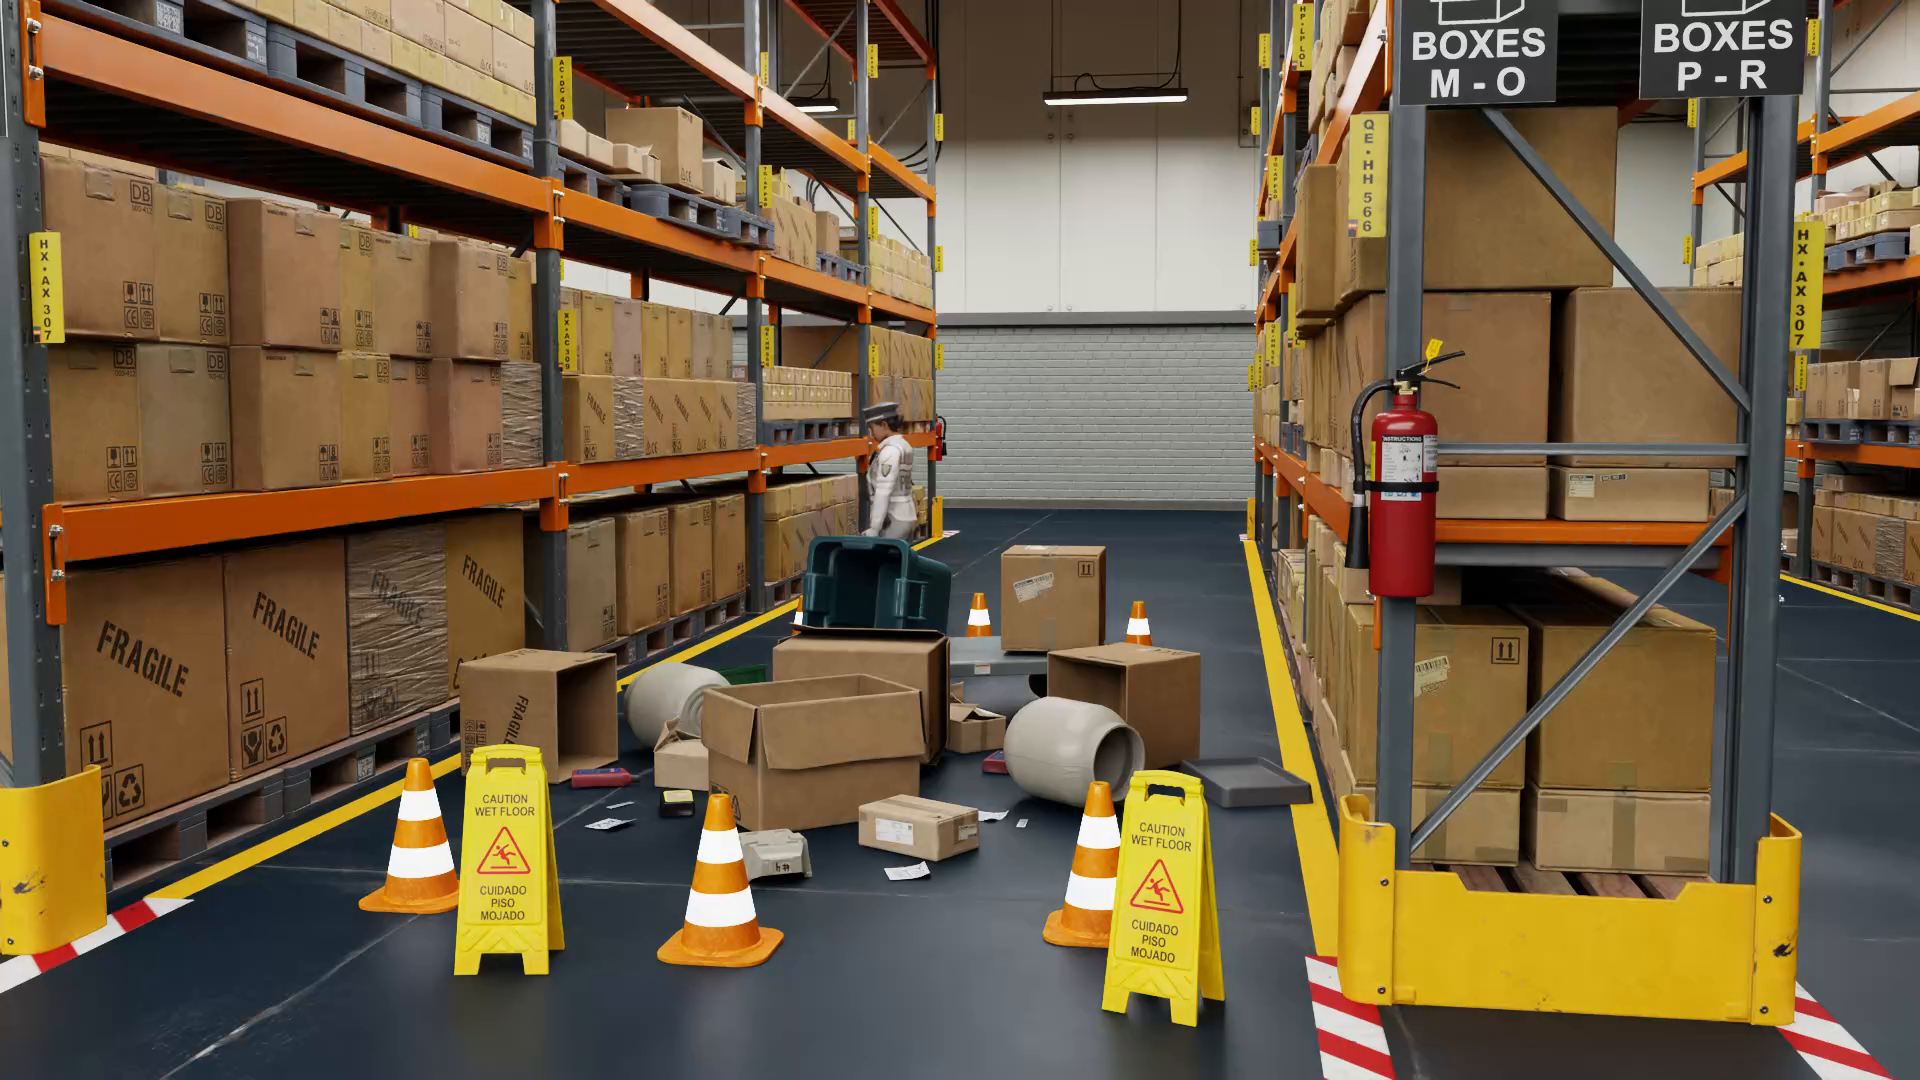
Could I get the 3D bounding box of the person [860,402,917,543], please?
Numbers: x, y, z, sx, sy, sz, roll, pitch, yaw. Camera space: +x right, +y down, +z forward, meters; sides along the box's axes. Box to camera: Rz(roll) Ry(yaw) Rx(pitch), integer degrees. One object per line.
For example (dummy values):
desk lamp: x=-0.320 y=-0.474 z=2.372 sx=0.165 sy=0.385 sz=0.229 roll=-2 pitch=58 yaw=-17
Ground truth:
person: x=-0.465 y=-0.065 z=10.838 sx=0.352 sy=1.660 sz=0.479 roll=1 pitch=5 yaw=10
